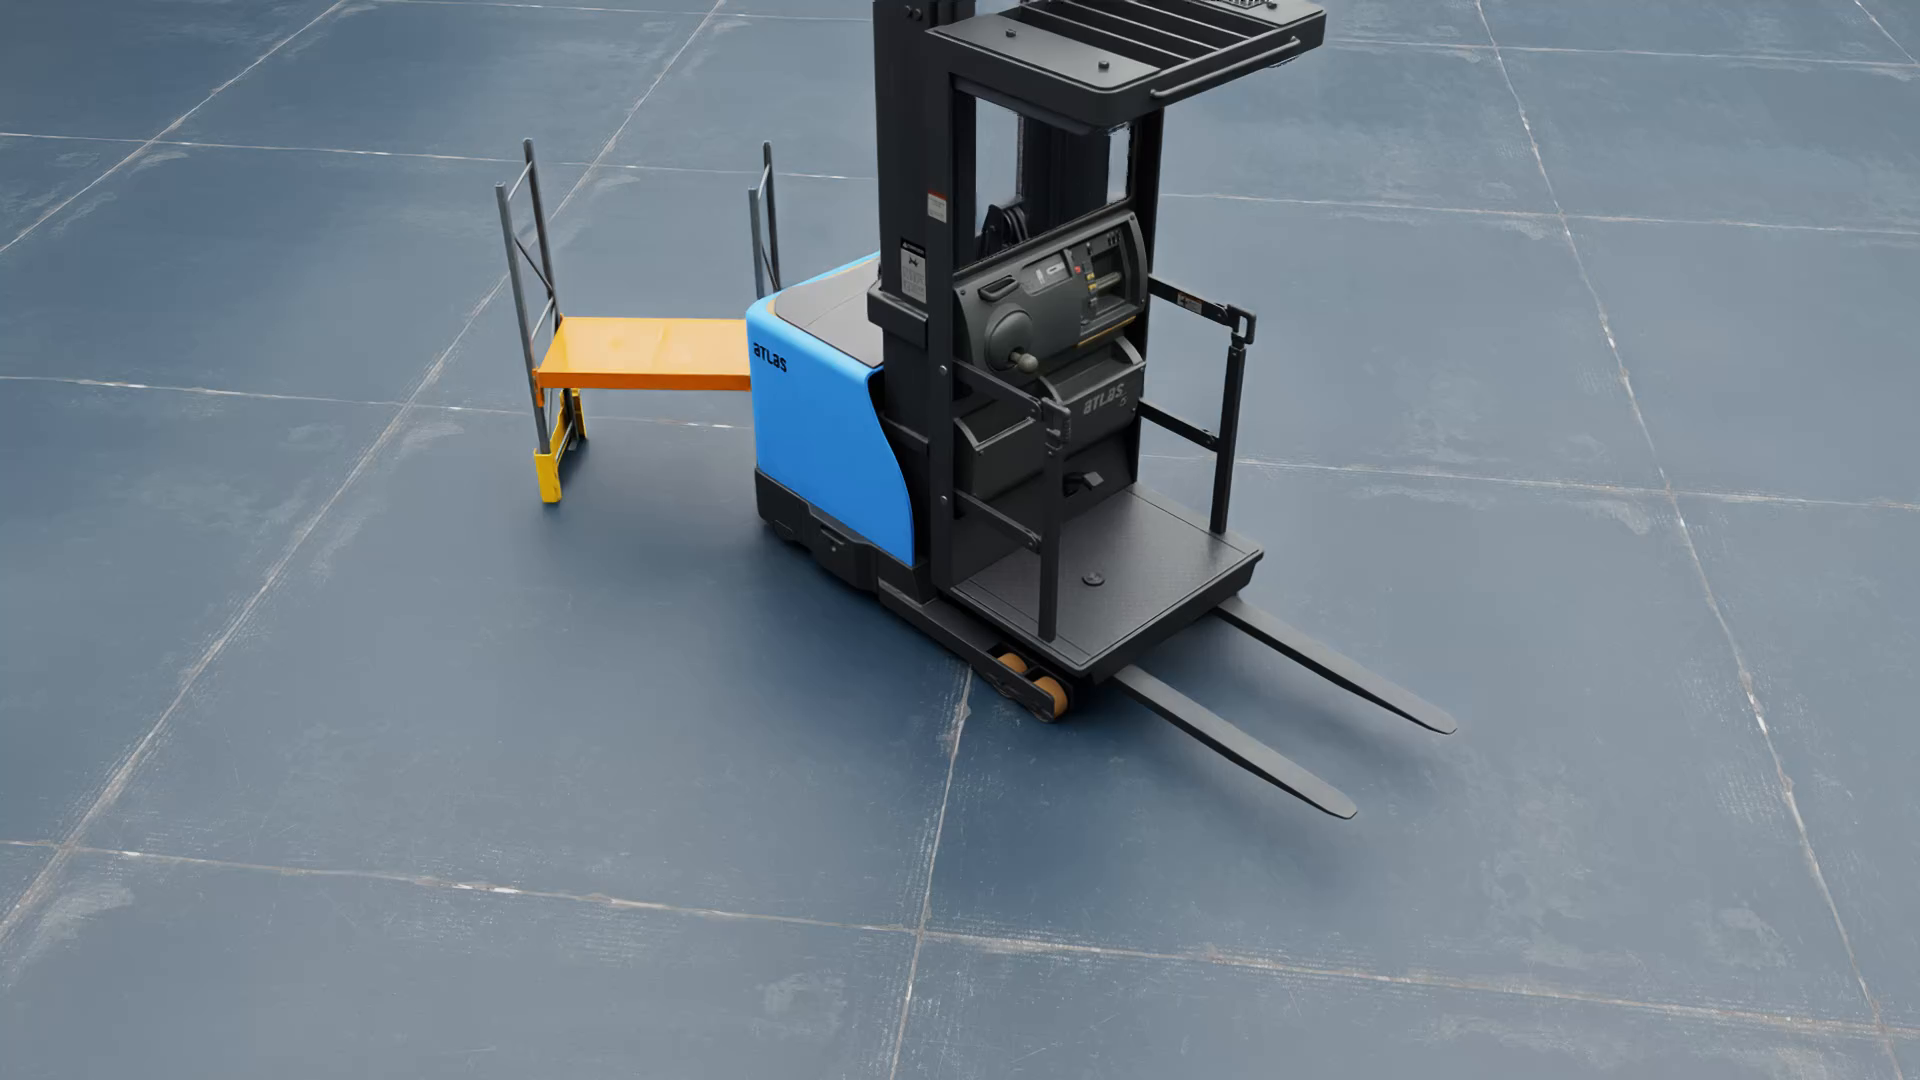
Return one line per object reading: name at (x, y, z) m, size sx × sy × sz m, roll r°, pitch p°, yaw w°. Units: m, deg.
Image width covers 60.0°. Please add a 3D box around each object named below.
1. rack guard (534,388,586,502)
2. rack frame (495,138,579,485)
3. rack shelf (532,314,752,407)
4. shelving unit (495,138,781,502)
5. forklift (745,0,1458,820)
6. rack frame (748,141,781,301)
rack guard at (-1.837, -0.441, 7.653) m, size 0.087 × 0.250 × 0.587 m, roll 1°, pitch 36°, yaw 1°
rack frame at (-1.838, -0.950, 7.290) m, size 0.032 × 1.500 × 0.500 m, roll 1°, pitch 36°, yaw 1°
rack shelf at (-1.330, -0.795, 7.382) m, size 1.000 × 0.185 × 0.538 m, roll 1°, pitch 36°, yaw 1°
shelving unit at (-1.339, -0.941, 7.278) m, size 1.083 × 1.500 × 0.587 m, roll 1°, pitch 36°, yaw 1°
forklift at (0.493, -0.847, 5.914) m, size 1.130 × 2.935 × 3.031 m, roll -29°, pitch 45°, yaw -34°
rack frame at (-0.822, -0.932, 7.265) m, size 0.032 × 1.500 × 0.500 m, roll 1°, pitch 36°, yaw 1°
